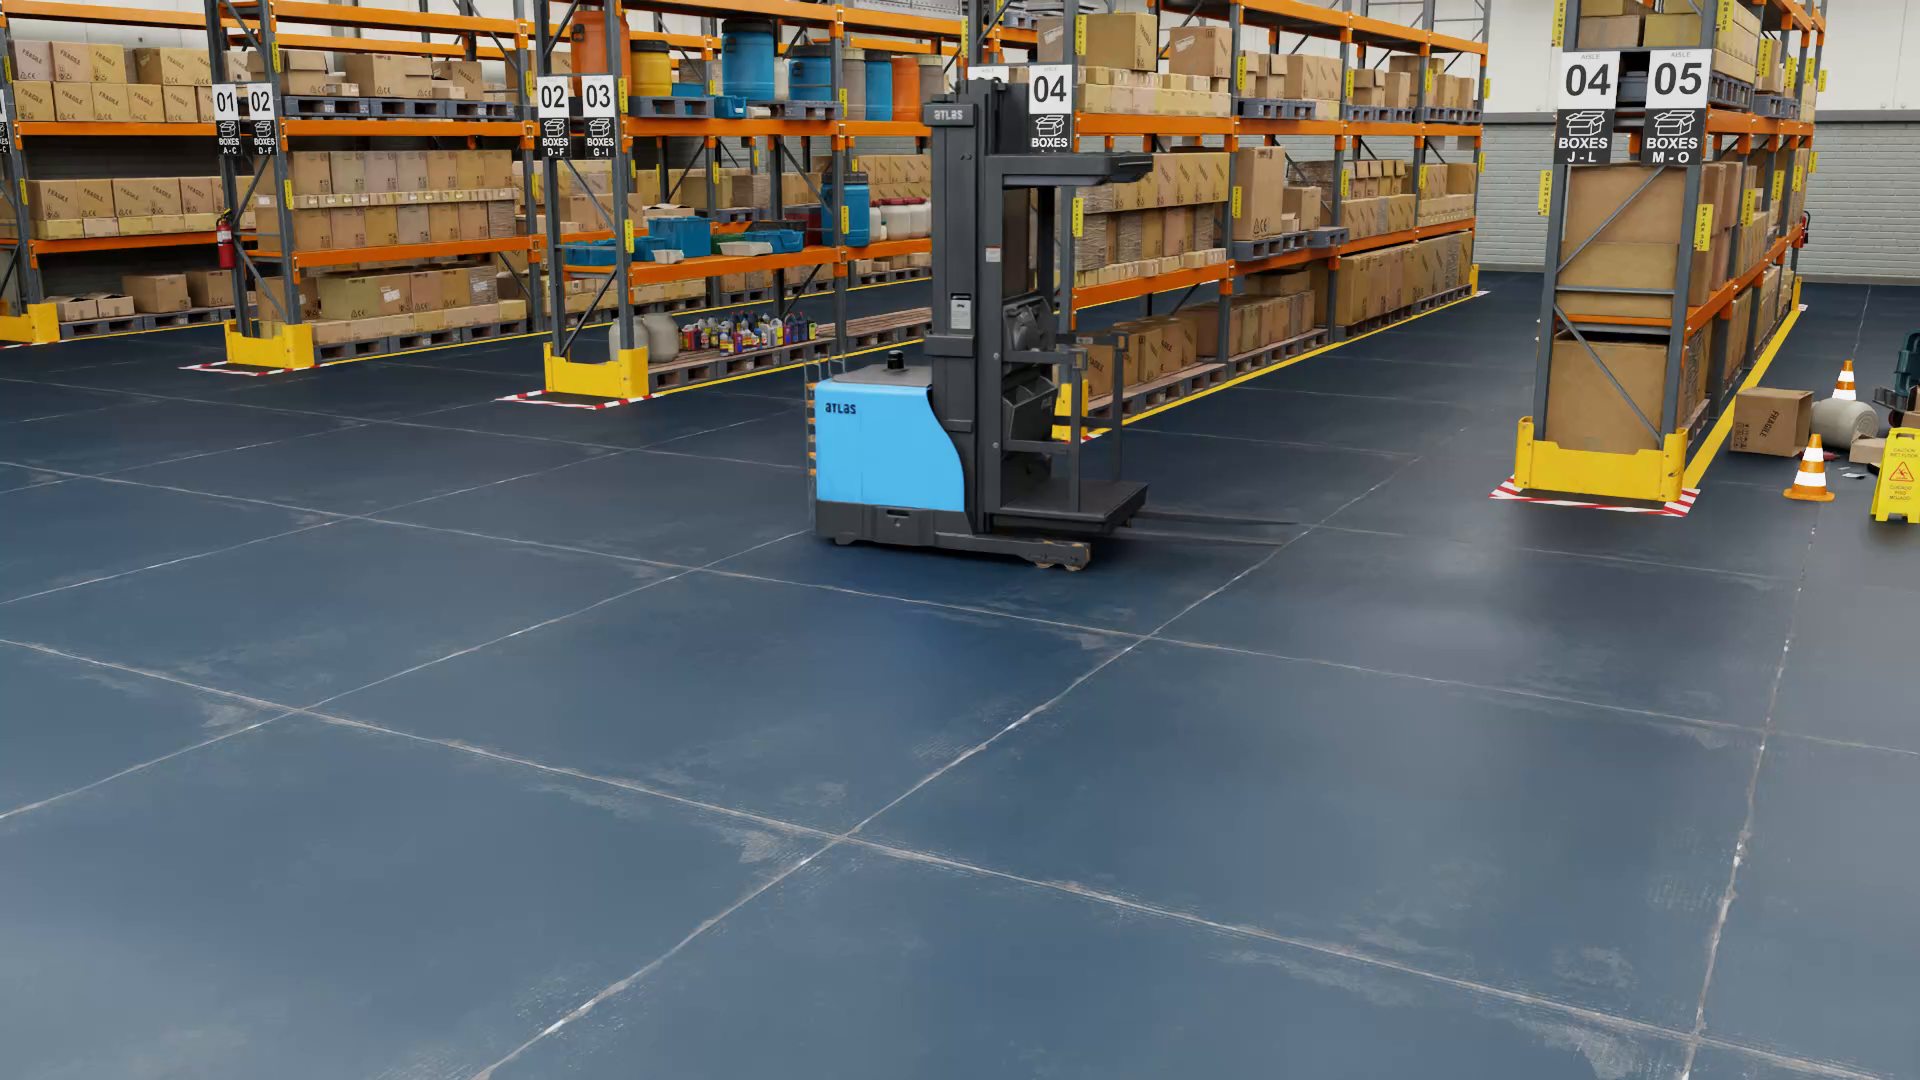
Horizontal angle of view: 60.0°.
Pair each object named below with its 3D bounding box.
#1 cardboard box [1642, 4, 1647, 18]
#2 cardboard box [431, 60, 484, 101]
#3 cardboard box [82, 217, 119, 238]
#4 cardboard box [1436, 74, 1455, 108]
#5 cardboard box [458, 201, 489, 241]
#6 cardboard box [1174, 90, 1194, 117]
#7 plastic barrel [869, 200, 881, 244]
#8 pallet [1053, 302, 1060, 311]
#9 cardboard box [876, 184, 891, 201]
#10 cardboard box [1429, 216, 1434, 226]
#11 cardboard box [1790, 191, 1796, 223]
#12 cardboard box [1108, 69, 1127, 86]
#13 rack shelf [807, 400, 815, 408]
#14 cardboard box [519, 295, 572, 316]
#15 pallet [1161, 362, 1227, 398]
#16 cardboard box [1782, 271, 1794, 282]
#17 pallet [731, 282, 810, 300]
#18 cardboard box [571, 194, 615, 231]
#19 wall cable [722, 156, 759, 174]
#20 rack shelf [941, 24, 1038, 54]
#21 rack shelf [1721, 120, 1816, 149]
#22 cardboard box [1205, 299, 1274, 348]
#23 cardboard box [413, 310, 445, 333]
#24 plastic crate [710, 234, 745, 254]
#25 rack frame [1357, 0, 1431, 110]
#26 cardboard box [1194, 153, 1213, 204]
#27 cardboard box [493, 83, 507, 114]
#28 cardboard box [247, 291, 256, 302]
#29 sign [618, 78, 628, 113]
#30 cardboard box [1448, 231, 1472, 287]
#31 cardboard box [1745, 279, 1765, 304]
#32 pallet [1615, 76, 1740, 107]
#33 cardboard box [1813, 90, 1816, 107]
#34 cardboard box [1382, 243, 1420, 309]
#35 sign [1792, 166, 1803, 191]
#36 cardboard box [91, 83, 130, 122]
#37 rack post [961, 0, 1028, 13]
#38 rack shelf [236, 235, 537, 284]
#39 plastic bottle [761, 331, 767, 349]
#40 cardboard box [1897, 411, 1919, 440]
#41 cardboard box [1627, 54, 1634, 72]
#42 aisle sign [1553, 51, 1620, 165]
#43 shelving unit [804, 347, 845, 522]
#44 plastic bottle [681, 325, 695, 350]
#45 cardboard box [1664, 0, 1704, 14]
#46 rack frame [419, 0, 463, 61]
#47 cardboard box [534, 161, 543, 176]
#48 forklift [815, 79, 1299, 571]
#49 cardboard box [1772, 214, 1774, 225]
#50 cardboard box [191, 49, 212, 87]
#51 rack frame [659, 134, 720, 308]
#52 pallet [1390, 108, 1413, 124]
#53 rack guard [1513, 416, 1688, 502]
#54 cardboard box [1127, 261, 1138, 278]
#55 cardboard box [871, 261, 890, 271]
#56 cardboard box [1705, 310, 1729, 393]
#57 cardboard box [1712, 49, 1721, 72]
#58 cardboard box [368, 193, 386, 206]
[{"bbox_3d":[5.185,-4.130,13.090,0.380,0.149,0.250,7,15,28],"label":"cardboard box"},{"bbox_3d":[-6.676,-6.070,22.004,0.500,0.500,0.500,9,16,33],"label":"cardboard box"},{"bbox_3d":[-11.721,-4.214,22.388,0.500,0.250,0.500,7,15,26],"label":"cardboard box"},{"bbox_3d":[7.302,-7.011,25.990,0.700,0.500,0.500,8,16,30],"label":"cardboard box"},{"bbox_3d":[-6.660,-4.212,21.893,0.700,0.500,0.500,7,15,27],"label":"cardboard box"},{"bbox_3d":[1.973,-4.293,16.358,0.500,0.250,0.500,7,15,28],"label":"cardboard box"},{"bbox_3d":[-1.213,-4.040,21.102,0.433,0.535,0.433,0,14,0],"label":"plastic barrel"},{"bbox_3d":[1.002,-3.683,25.862,1.003,0.211,1.213,7,15,28],"label":"pallet"},{"bbox_3d":[-1.605,-6.234,30.277,0.500,0.500,0.500,8,16,29],"label":"cardboard box"},{"bbox_3d":[7.024,-4.892,25.460,0.380,0.149,0.250,8,16,30],"label":"cardboard box"},{"bbox_3d":[11.322,-4.669,23.151,0.500,0.500,0.500,7,15,28],"label":"cardboard box"},{"bbox_3d":[1.289,-4.186,15.066,0.380,0.149,0.250,8,16,30],"label":"cardboard box"},{"bbox_3d":[-0.916,-0.896,11.346,0.180,0.103,0.258,-9,17,-31],"label":"rack shelf"},{"bbox_3d":[-5.790,-3.287,23.237,0.500,0.250,0.500,7,15,27],"label":"cardboard box"},{"bbox_3d":[2.175,-1.744,17.817,1.003,0.211,1.213,7,15,28],"label":"pallet"},{"bbox_3d":[12.343,-3.978,25.052,0.380,0.149,0.250,7,15,27],"label":"cardboard box"},{"bbox_3d":[-3.283,-4.228,28.120,1.003,0.211,1.213,7,15,28],"label":"pallet"},{"bbox_3d":[-5.319,-4.780,24.246,0.500,0.500,0.500,7,15,28],"label":"cardboard box"},{"bbox_3d":[-4.948,-8.251,36.689,0.084,1.984,1.851,7,15,28],"label":"wall cable"},{"bbox_3d":[1.033,-7.406,24.940,1.077,0.370,4.000,7,15,28],"label":"rack shelf"},{"bbox_3d":[11.596,-5.819,23.905,1.077,0.370,4.000,7,15,28],"label":"rack shelf"},{"bbox_3d":[3.301,-2.574,19.706,0.700,0.500,0.500,6,15,23],"label":"cardboard box"},{"bbox_3d":[-6.955,-2.804,21.234,0.500,0.250,0.500,7,15,28],"label":"cardboard box"},{"bbox_3d":[-2.771,-3.453,19.409,0.450,0.188,0.662,7,15,28],"label":"plastic crate"},{"bbox_3d":[6.336,-7.799,24.184,1.000,3.000,0.127,7,15,28],"label":"rack frame"},{"bbox_3d":[2.251,-3.694,16.977,0.500,0.500,0.500,7,15,28],"label":"cardboard box"},{"bbox_3d":[-8.212,-7.687,28.967,0.700,0.500,0.500,6,15,25],"label":"cardboard box"},{"bbox_3d":[-10.772,-3.648,24.873,0.380,0.166,0.250,5,15,21],"label":"cardboard box"},{"bbox_3d":[-3.321,-4.381,16.388,0.100,0.325,0.005,7,15,28],"label":"sign"},{"bbox_3d":[8.030,-4.734,27.908,0.875,0.875,0.875,7,15,28],"label":"cardboard box"},{"bbox_3d":[9.241,-2.947,19.695,0.500,0.250,0.500,7,15,26],"label":"cardboard box"},{"bbox_3d":[5.766,-3.658,13.595,1.003,0.211,1.213,7,15,28],"label":"pallet"},{"bbox_3d":[12.563,-6.626,24.970,0.500,0.250,0.500,7,15,26],"label":"cardboard box"},{"bbox_3d":[6.044,-3.920,24.532,1.225,0.875,0.875,7,15,28],"label":"cardboard box"},{"bbox_3d":[11.116,-4.801,22.076,0.100,0.325,0.005,7,15,28],"label":"sign"},{"bbox_3d":[-11.555,-5.874,22.344,0.500,0.500,0.500,8,16,31],"label":"cardboard box"},{"bbox_3d":[0.381,-7.656,23.752,0.954,0.300,0.937,7,15,28],"label":"rack post"},{"bbox_3d":[-7.168,-3.605,21.120,1.077,0.370,4.000,7,15,28],"label":"rack shelf"},{"bbox_3d":[-2.290,-2.325,19.311,0.097,0.201,0.097,0,14,0],"label":"plastic bottle"},{"bbox_3d":[7.843,-0.732,12.995,0.797,0.503,0.637,-3,14,-11],"label":"cardboard box"},{"bbox_3d":[4.938,-3.638,12.750,0.380,0.149,0.250,8,16,29],"label":"cardboard box"},{"bbox_3d":[4.531,-3.121,12.034,0.394,0.787,0.004,7,15,28],"label":"aisle sign"},{"bbox_3d":[-0.914,-0.707,11.395,0.189,1.200,0.258,-9,17,-31],"label":"shelving unit"},{"bbox_3d":[-3.151,-2.347,19.241,0.152,0.276,0.135,8,15,28],"label":"plastic bottle"},{"bbox_3d":[5.268,-3.847,11.916,0.380,0.149,0.250,8,15,29],"label":"cardboard box"},{"bbox_3d":[-8.606,-8.662,27.763,1.000,3.000,0.127,7,15,28],"label":"rack frame"},{"bbox_3d":[-7.663,-6.591,29.480,0.500,0.250,0.500,7,15,28],"label":"cardboard box"},{"bbox_3d":[0.624,-1.377,10.490,3.031,2.935,1.130,5,14,19],"label":"forklift"},{"bbox_3d":[10.242,-4.123,21.373,0.380,0.149,0.250,7,15,25],"label":"cardboard box"},{"bbox_3d":[-10.802,-6.680,23.552,0.500,0.500,0.500,8,16,31],"label":"cardboard box"},{"bbox_3d":[-4.268,-5.185,26.141,1.000,3.000,0.127,7,15,28],"label":"rack frame"},{"bbox_3d":[5.936,-6.054,23.754,0.805,0.209,1.217,7,15,26],"label":"pallet"},{"bbox_3d":[4.816,-0.618,12.530,1.175,0.500,0.348,7,15,28],"label":"rack guard"},{"bbox_3d":[1.480,-2.587,15.901,0.380,0.149,0.250,7,15,28],"label":"cardboard box"},{"bbox_3d":[-1.532,-5.083,30.822,0.380,0.166,0.250,7,15,28],"label":"cardboard box"},{"bbox_3d":[6.983,-1.907,16.447,1.050,0.750,0.750,7,15,28],"label":"cardboard box"},{"bbox_3d":[5.274,-3.461,12.016,0.380,0.149,0.250,8,15,28],"label":"cardboard box"},{"bbox_3d":[-7.259,-4.176,20.358,0.380,0.149,0.250,7,15,26],"label":"cardboard box"}]
